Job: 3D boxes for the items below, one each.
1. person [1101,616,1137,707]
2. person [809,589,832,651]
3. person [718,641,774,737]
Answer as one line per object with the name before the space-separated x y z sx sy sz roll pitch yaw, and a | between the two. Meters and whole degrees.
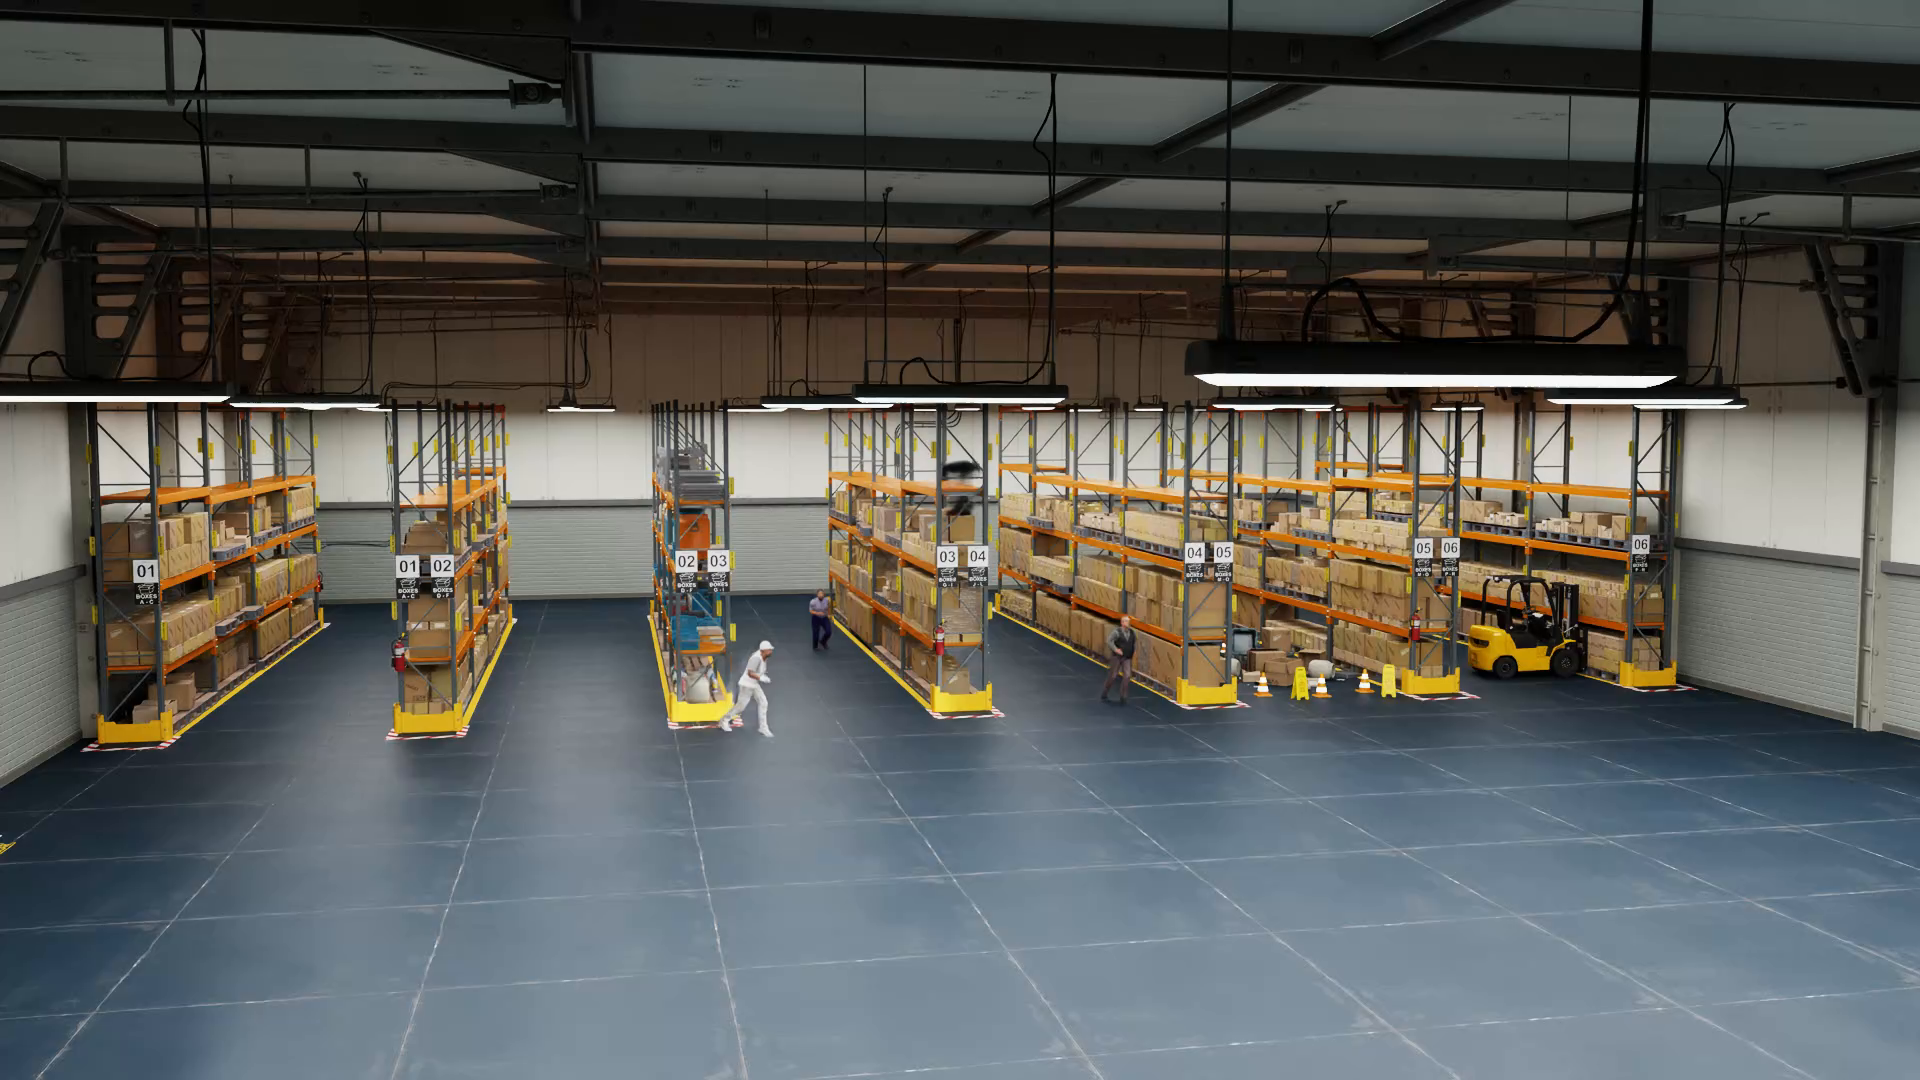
person | 3.238 2.386 33.047 0.743 1.738 0.845 -1 4 -15
person | -3.354 1.935 40.067 0.606 1.541 0.828 -2 5 -20
person | -3.816 2.658 29.672 1.039 1.734 0.721 0 4 7
